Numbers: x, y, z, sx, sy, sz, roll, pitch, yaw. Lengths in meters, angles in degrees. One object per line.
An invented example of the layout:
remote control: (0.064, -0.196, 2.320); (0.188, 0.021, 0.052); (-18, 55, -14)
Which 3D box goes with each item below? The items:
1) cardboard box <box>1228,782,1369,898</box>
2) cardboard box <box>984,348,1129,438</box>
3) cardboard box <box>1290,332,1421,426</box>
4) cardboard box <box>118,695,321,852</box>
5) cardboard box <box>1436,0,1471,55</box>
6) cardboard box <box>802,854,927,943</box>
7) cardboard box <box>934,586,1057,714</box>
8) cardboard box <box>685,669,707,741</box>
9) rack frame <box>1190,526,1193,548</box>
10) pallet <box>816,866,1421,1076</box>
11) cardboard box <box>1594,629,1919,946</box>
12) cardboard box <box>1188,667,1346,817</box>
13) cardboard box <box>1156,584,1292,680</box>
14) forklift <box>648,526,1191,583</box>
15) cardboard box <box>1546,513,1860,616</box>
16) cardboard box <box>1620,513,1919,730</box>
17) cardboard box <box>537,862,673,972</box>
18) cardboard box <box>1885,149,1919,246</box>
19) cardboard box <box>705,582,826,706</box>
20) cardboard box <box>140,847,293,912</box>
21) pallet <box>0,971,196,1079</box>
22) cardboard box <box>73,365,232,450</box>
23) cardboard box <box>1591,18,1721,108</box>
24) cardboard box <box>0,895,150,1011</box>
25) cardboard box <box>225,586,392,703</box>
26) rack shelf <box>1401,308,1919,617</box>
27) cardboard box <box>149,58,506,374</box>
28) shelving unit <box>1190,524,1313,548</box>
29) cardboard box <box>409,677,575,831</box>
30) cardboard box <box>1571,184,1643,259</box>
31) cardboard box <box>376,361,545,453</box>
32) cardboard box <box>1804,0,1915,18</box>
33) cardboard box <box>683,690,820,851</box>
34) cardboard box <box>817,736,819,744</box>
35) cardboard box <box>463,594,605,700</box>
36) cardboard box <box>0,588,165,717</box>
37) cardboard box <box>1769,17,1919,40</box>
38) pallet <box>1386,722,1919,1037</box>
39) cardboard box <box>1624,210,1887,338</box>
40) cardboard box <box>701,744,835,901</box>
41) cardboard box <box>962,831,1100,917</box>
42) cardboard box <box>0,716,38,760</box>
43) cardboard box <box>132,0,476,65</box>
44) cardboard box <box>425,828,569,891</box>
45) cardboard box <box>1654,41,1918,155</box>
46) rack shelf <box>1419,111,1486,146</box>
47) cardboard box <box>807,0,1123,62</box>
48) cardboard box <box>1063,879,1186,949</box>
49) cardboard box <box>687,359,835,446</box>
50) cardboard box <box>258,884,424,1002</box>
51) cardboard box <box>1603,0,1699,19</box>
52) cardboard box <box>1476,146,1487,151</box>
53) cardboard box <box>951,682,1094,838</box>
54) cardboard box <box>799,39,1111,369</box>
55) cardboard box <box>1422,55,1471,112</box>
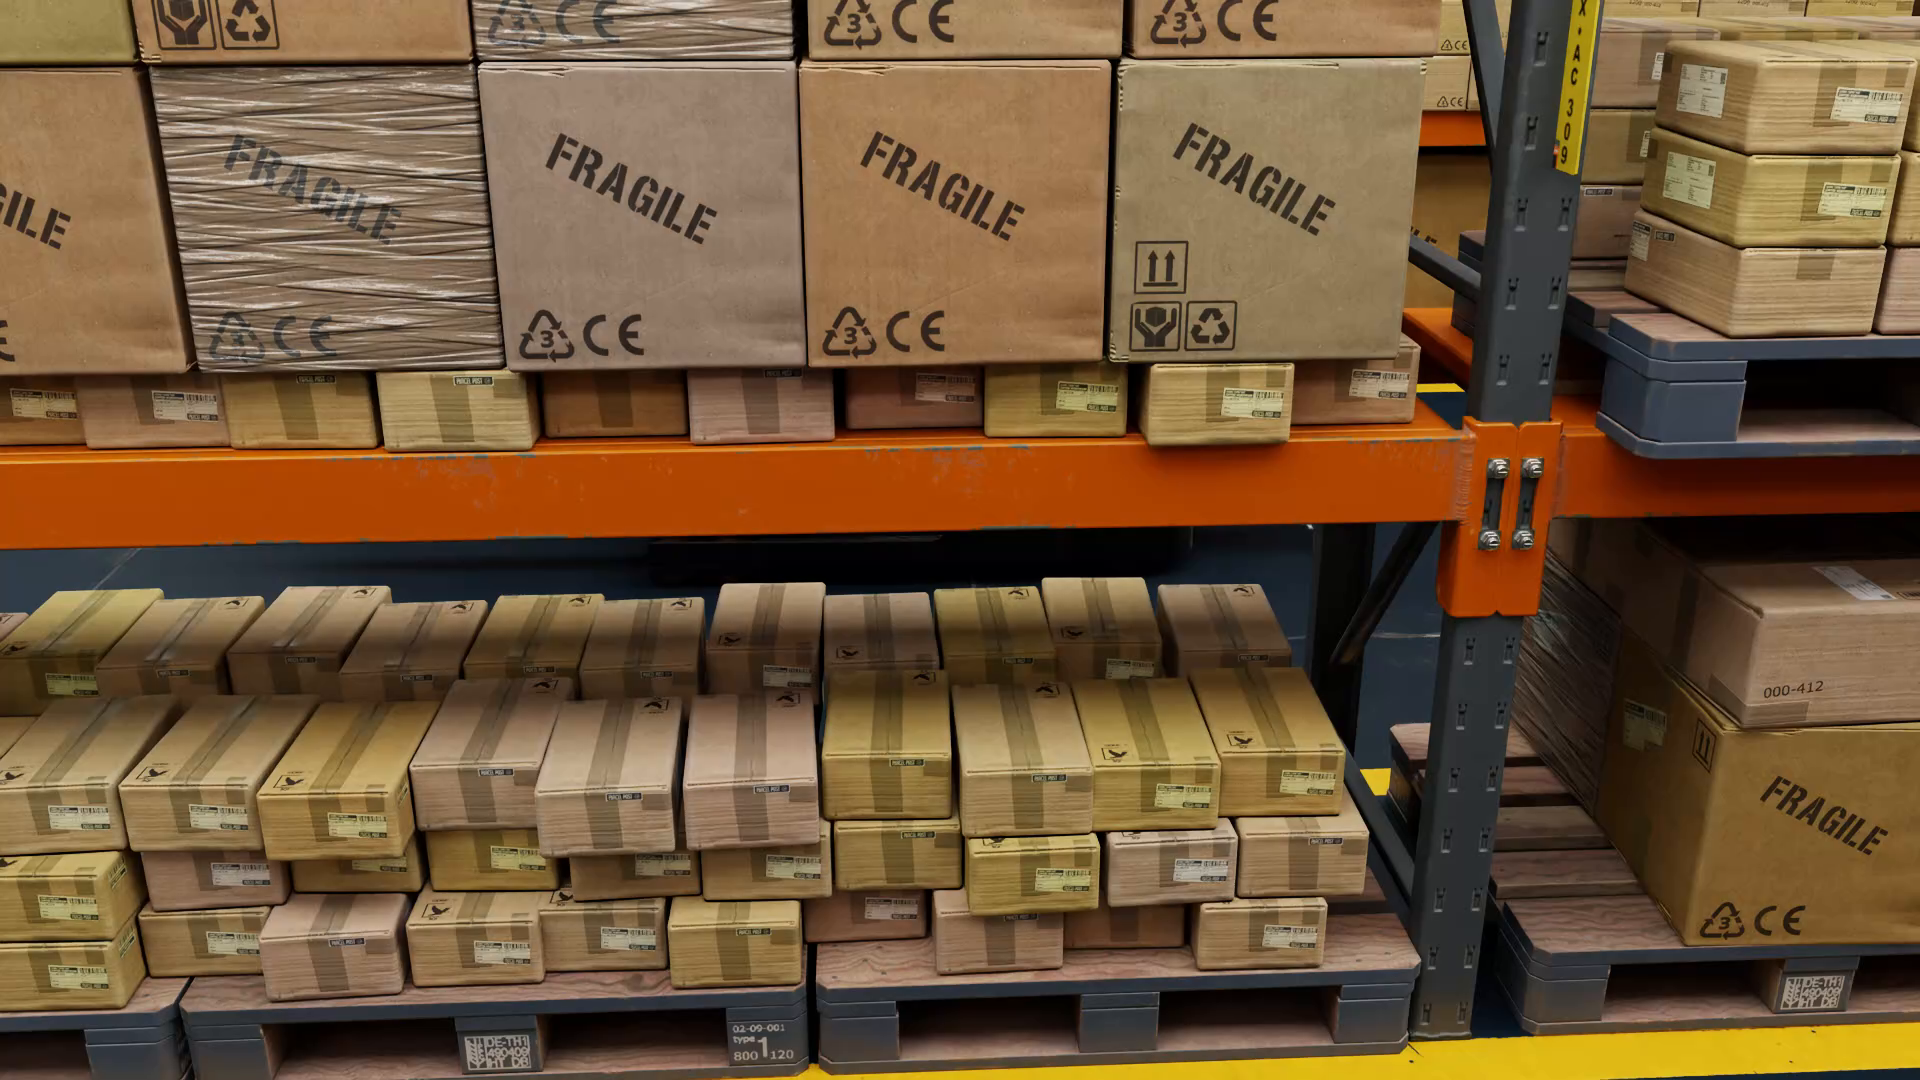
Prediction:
cardboard box: (0.662, 0.567, 3.416); (0.250, 0.149, 0.380); (-1, 21, -2)
cardboard box: (0.166, -0.315, 3.087); (0.250, 0.149, 0.380); (0, 21, -1)
cardboard box: (0.687, -0.344, 3.161); (0.250, 0.149, 0.380); (-1, 21, -4)
cardboard box: (-1.445, 0.455, 3.291); (0.250, 0.149, 0.380); (0, 21, -1)
cardboard box: (2.055, -2.400, 7.717); (0.500, 0.250, 0.500); (-1, 21, -2)
cardboard box: (-0.208, 0.681, 3.532); (0.250, 0.149, 0.380); (-2, 21, -4)
cardboard box: (0.075, 0.249, 3.832); (0.250, 0.149, 0.380); (-1, 21, -4)
cardboard box: (-0.711, 0.380, 3.906); (0.250, 0.149, 0.380); (-1, 21, -3)
rack frame: (0.835, -0.575, 5.930); (0.015, 1.200, 0.240); (0, 21, -2)
pallet: (0.290, 0.780, 3.777); (1.213, 0.211, 1.003); (-1, 21, -3)
cardboard box: (1.712, 0.501, 3.512); (0.500, 0.500, 0.500); (0, 21, -1)
cardboard box: (0.618, 0.408, 3.414); (0.250, 0.149, 0.380); (-1, 21, -2)
cardboard box: (0.603, 0.242, 3.851); (0.250, 0.149, 0.380); (0, 21, -1)
forklift: (-0.717, -1.412, 5.709); (3.031, 2.935, 1.130); (0, 21, -1)
cardboard box: (1.688, -0.033, 3.862); (0.500, 0.250, 0.500); (-2, 21, -4)
cardboard box: (1.712, 0.150, 3.379); (0.500, 0.250, 0.500); (-2, 21, -5)
cardboard box: (-0.711, 0.718, 3.437); (0.250, 0.149, 0.380); (-1, 21, -2)
cardboard box: (1.637, -0.618, 2.874); (0.250, 0.149, 0.380); (-2, 21, -4)
cardboard box: (-0.443, 0.238, 3.860); (0.250, 0.149, 0.380); (-1, 21, -2)
cardboard box: (-1.459, 0.581, 3.377); (0.250, 0.149, 0.380); (-2, 21, -6)
pallet: (-2.146, 0.829, 3.647); (1.213, 0.211, 1.003); (-1, 21, -3)
cardboard box: (-1.398, -0.293, 3.029); (0.250, 0.149, 0.380); (-2, 21, -4)
cardboard box: (1.348, -0.984, 3.417); (0.250, 0.149, 0.380); (0, 21, -1)
cardboard box: (-1.728, 0.762, 3.319); (0.250, 0.149, 0.380); (-1, 21, -2)
cardboard box: (-1.488, 0.246, 3.841); (0.250, 0.149, 0.380); (0, 21, -1)
rack shelf: (2.955, -0.254, 3.584); (4.000, 0.370, 1.077); (-1, 21, -3)
cardboard box: (-1.040, -0.603, 2.931); (0.500, 0.500, 0.500); (-2, 21, -4)
shelving unit: (1.079, -0.576, 5.940); (0.503, 1.200, 0.258); (0, 21, -2)
cardboard box: (-0.934, 0.427, 3.365); (0.250, 0.149, 0.380); (-1, 21, -3)
cardboard box: (1.344, -0.707, 3.525); (0.250, 0.149, 0.380); (-2, 21, -4)
cardboard box: (-0.870, -0.286, 3.010); (0.250, 0.149, 0.380); (-1, 21, -2)
cardboard box: (4.100, -2.451, 7.851); (0.500, 0.250, 0.500); (-1, 21, -3)
cardboard box: (-0.411, 0.451, 3.302); (0.250, 0.149, 0.380); (-2, 21, -6)
cardboard box: (-0.451, 0.549, 3.879); (0.250, 0.149, 0.380); (-2, 21, -5)
cardboard box: (-0.959, 0.264, 3.792); (0.250, 0.149, 0.380); (-1, 21, -3)
cardboard box: (-2.015, 0.254, 3.820); (0.250, 0.149, 0.380); (-2, 21, -4)
cardboard box: (1.875, -0.995, 3.444); (0.250, 0.149, 0.380); (-2, 21, -5)
pallet: (1.736, 0.737, 3.889); (1.213, 0.211, 1.003); (-1, 21, -3)
cardboard box: (1.378, -0.473, 2.911); (0.250, 0.149, 0.380); (-2, 21, -6)
cardboard box: (-0.383, 0.571, 3.405); (0.250, 0.149, 0.380); (-1, 21, -2)
cardboard box: (0.126, 0.588, 3.359); (0.250, 0.149, 0.380); (-2, 21, -5)
cardboard box: (-1.965, 0.492, 3.195); (0.250, 0.149, 0.380); (-1, 21, -3)
cardboard box: (-1.039, -1.063, 2.734); (0.500, 0.500, 0.500); (-2, 21, -5)
cardboard box: (-0.921, 0.559, 3.435); (0.250, 0.149, 0.380); (0, 21, -1)
cardboard box: (1.378, -0.751, 2.805); (0.250, 0.149, 0.380); (0, 21, 0)
rack shelf: (2.572, -2.011, 8.197); (4.000, 0.370, 1.077); (-1, 21, -3)
cardboard box: (-0.011, -1.085, 2.791); (0.500, 0.500, 0.500); (-2, 21, -5)
cardboard box: (0.322, 0.691, 3.507); (0.250, 0.149, 0.380); (-1, 21, -2)
cardboard box: (-0.363, -0.303, 3.053); (0.250, 0.149, 0.380); (-2, 21, -5)
cardboard box: (-1.225, 0.749, 3.354); (0.250, 0.149, 0.380); (-2, 21, -6)
cardboard box: (3.078, -2.422, 7.774); (0.500, 0.250, 0.500); (-2, 21, -4)
cardboard box: (2.984, -1.590, 8.476); (0.875, 0.875, 0.875); (-1, 21, -2)
cardboard box: (0.117, 0.435, 3.344); (0.250, 0.149, 0.380); (-1, 21, -4)
cardboard box: (-0.027, -0.615, 2.963); (0.500, 0.500, 0.500); (-2, 21, -5)
cardboard box: (2.059, -2.167, 7.808); (0.500, 0.250, 0.500); (-1, 21, -3)
